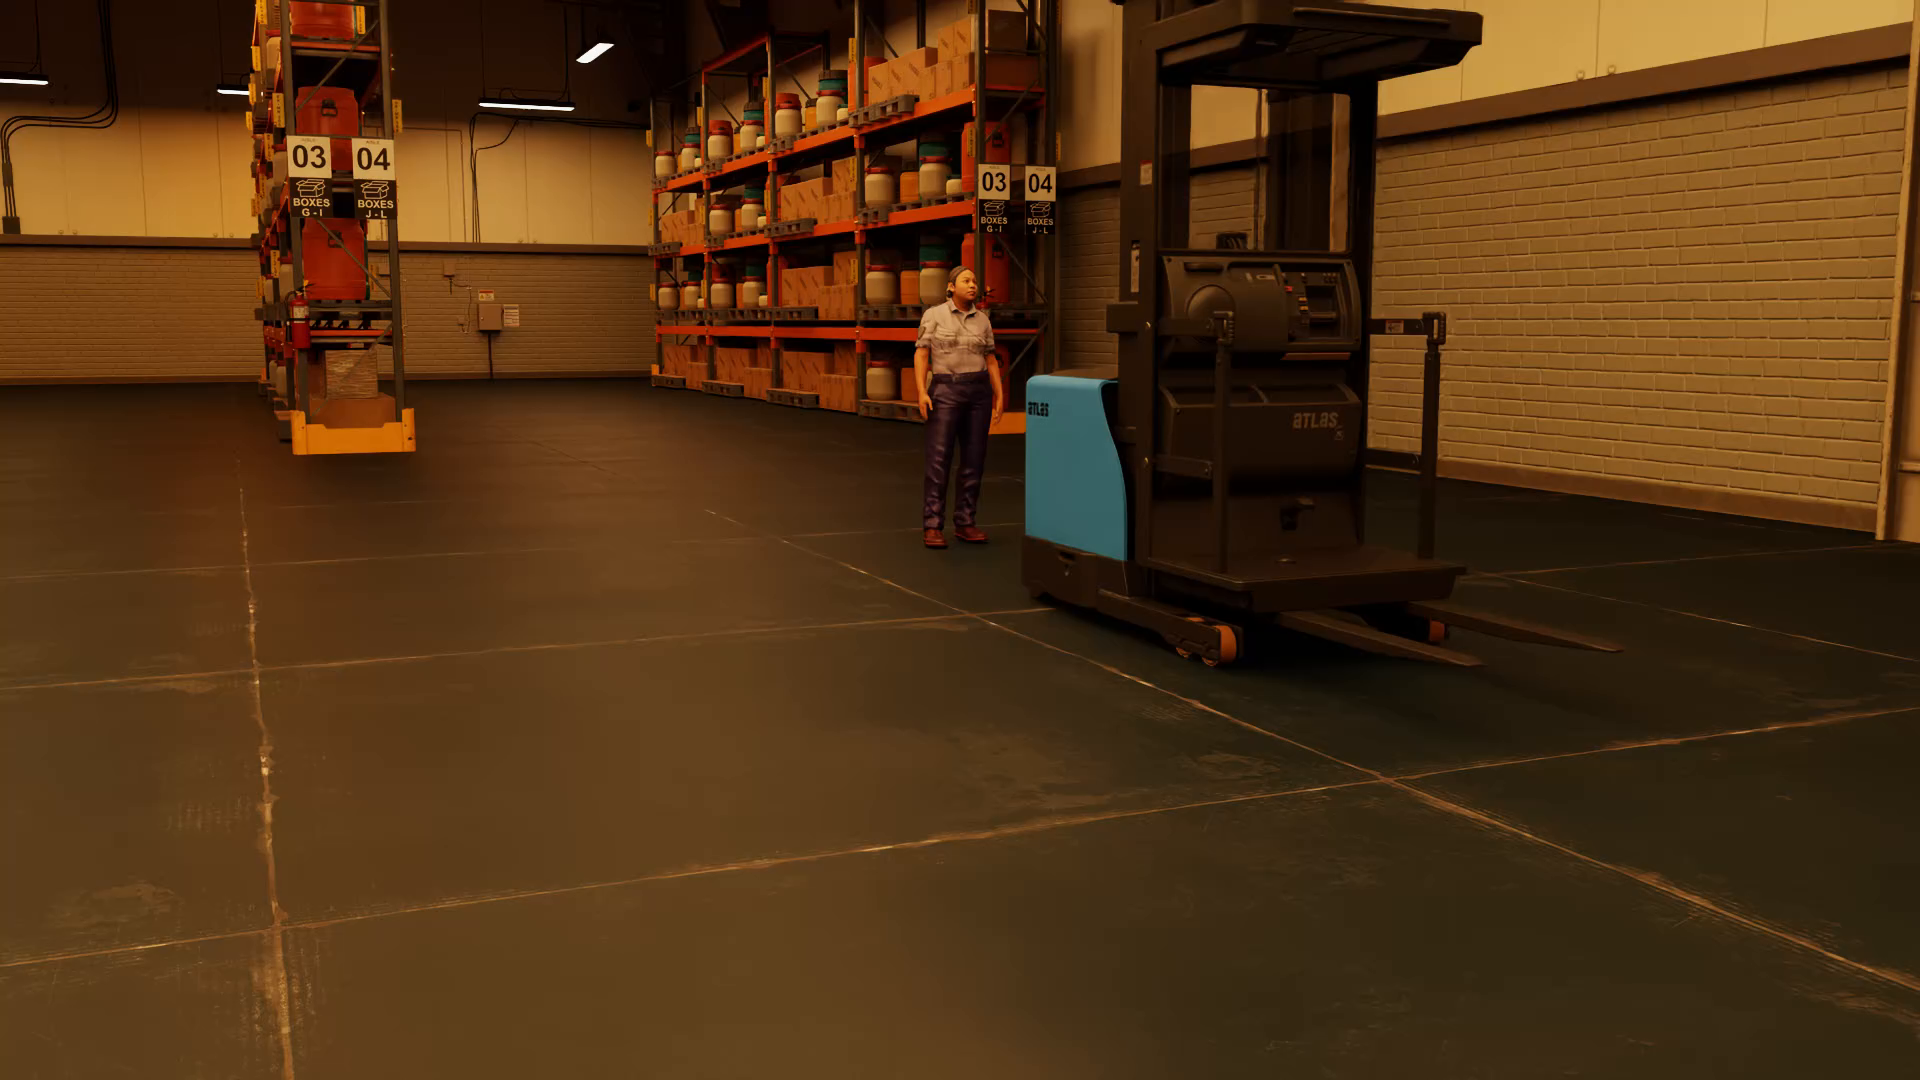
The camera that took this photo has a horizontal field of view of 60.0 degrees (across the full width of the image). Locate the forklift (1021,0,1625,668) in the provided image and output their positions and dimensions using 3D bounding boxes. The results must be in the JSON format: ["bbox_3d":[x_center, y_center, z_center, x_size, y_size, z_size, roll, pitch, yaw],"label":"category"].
[{"bbox_3d":[1.347,-1.025,6.715,1.130,2.935,3.031,-3,8,-23],"label":"forklift"}]

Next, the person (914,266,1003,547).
[{"bbox_3d":[0.015,-0.812,9.954,0.598,1.651,0.502,-3,8,-23],"label":"person"}]
